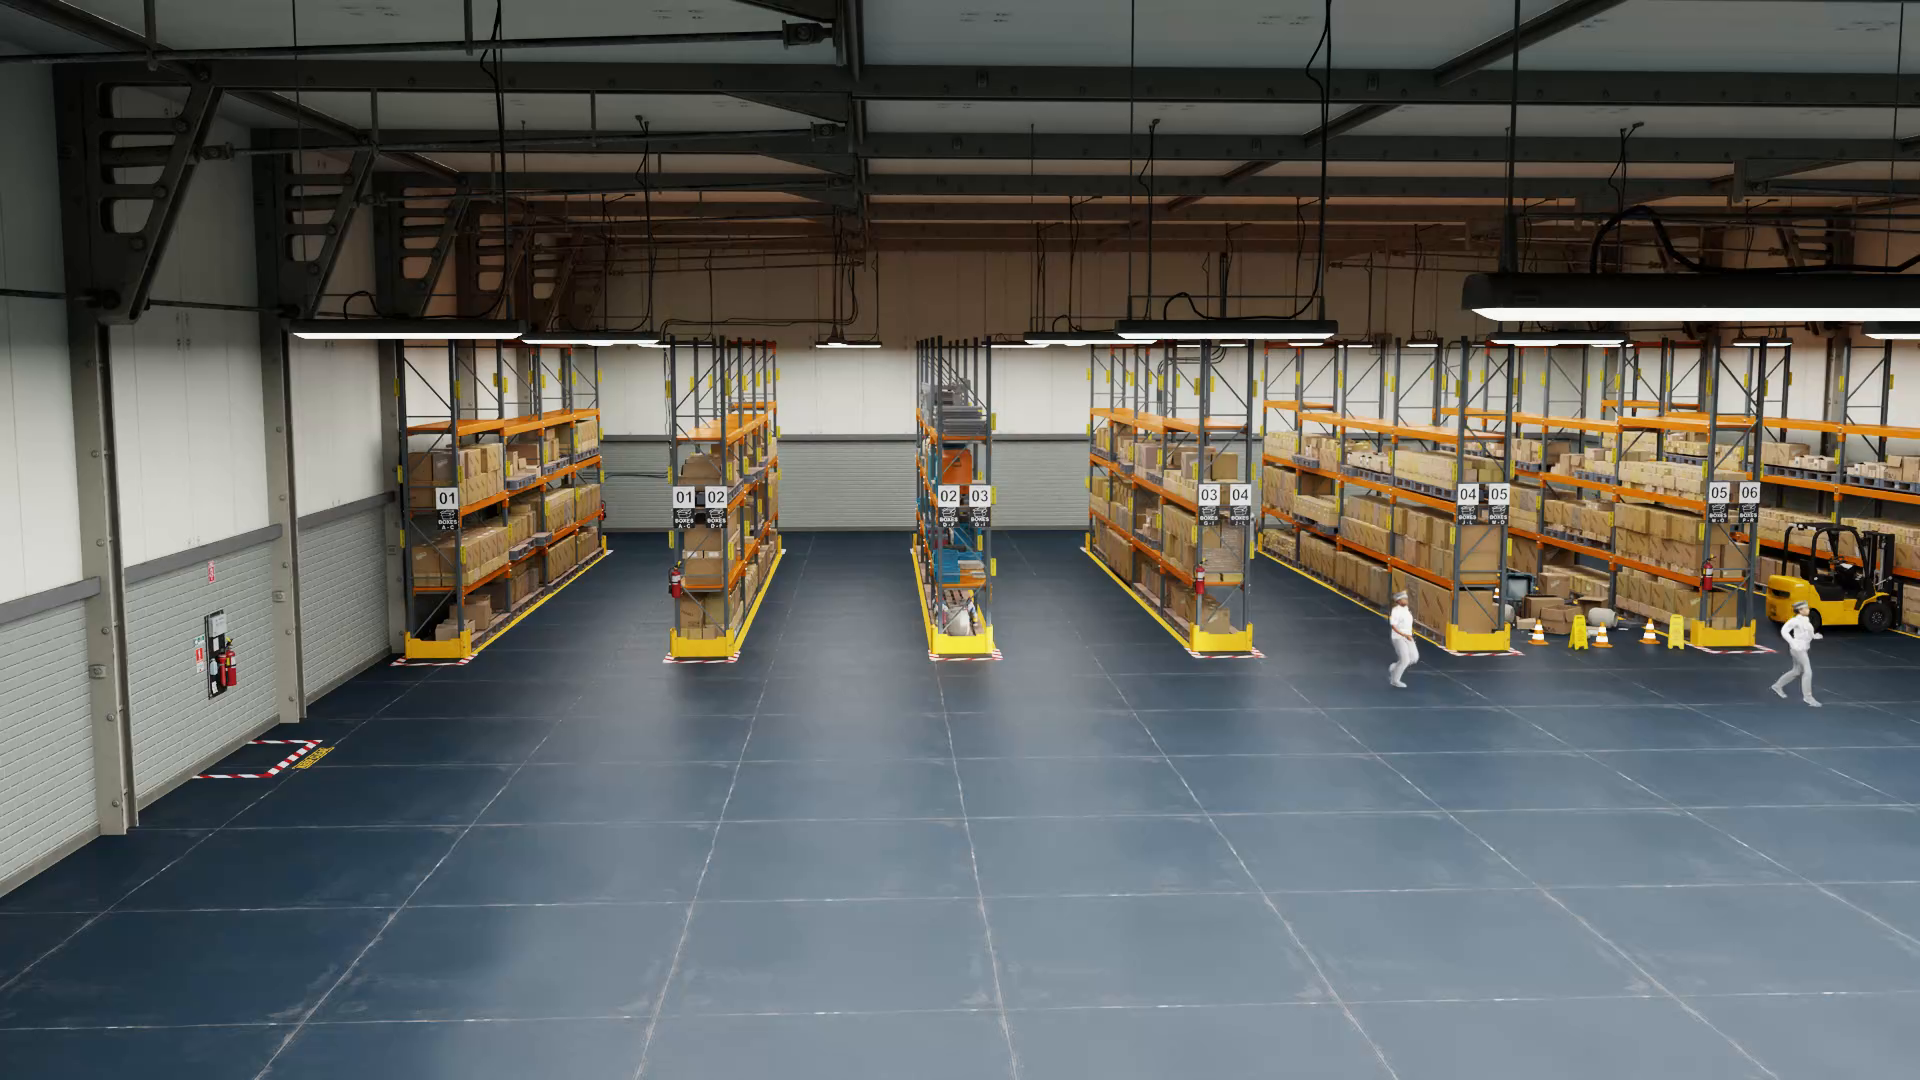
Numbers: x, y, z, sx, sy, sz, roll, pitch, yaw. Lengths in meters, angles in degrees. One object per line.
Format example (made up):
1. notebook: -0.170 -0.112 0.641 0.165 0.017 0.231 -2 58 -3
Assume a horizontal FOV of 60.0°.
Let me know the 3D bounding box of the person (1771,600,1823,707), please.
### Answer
1. person: 13.630 1.809 27.033 0.799 1.719 0.607 6 9 41

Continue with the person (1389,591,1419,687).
1. person: 7.578 1.681 28.441 0.502 1.665 0.585 5 8 39

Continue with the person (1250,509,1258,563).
1. person: 7.671 -0.133 44.319 0.637 1.618 0.755 -1 7 -4
